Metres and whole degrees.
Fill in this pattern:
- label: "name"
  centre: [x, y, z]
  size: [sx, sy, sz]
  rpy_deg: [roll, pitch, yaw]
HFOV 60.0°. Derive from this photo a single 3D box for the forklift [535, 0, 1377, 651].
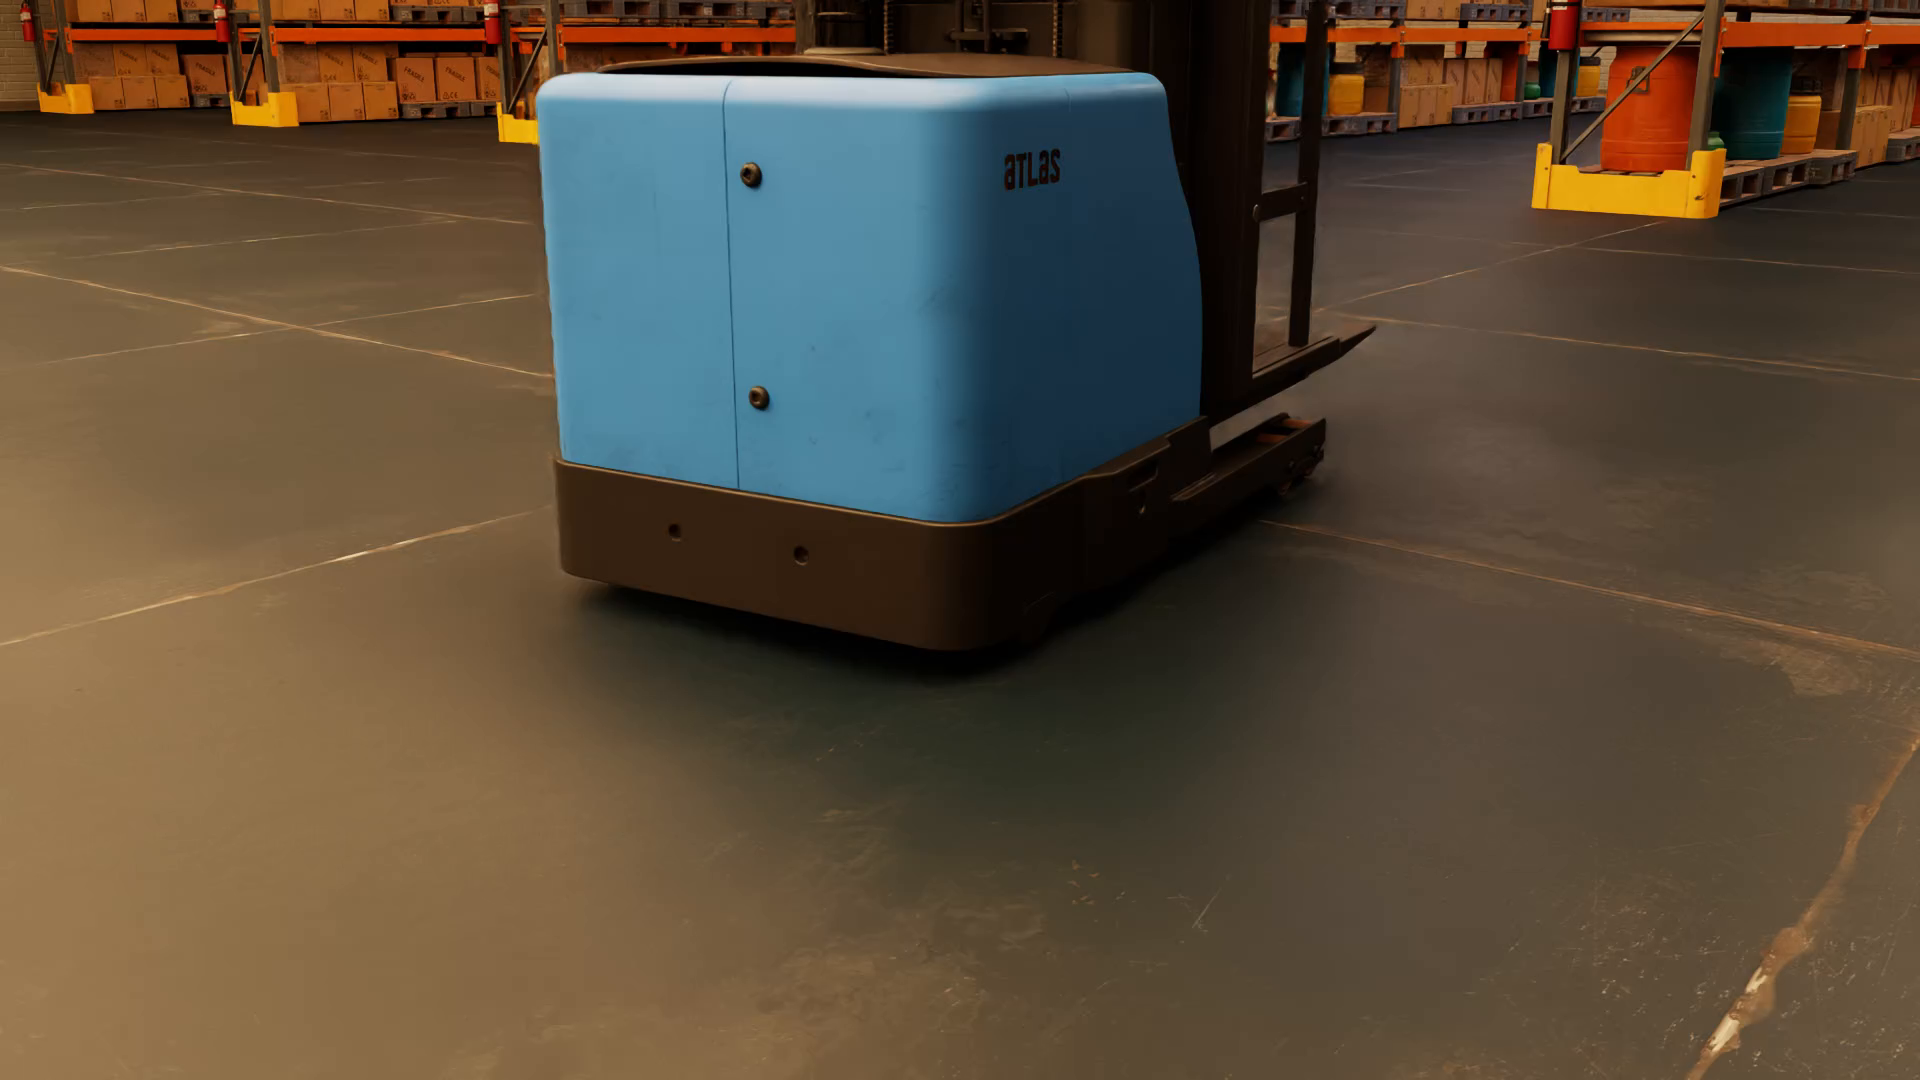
- label: "forklift"
  centre: [0.333, -1.576, 4.086]
  size: [1.130, 2.935, 3.031]
  rpy_deg: [10, 19, 29]
